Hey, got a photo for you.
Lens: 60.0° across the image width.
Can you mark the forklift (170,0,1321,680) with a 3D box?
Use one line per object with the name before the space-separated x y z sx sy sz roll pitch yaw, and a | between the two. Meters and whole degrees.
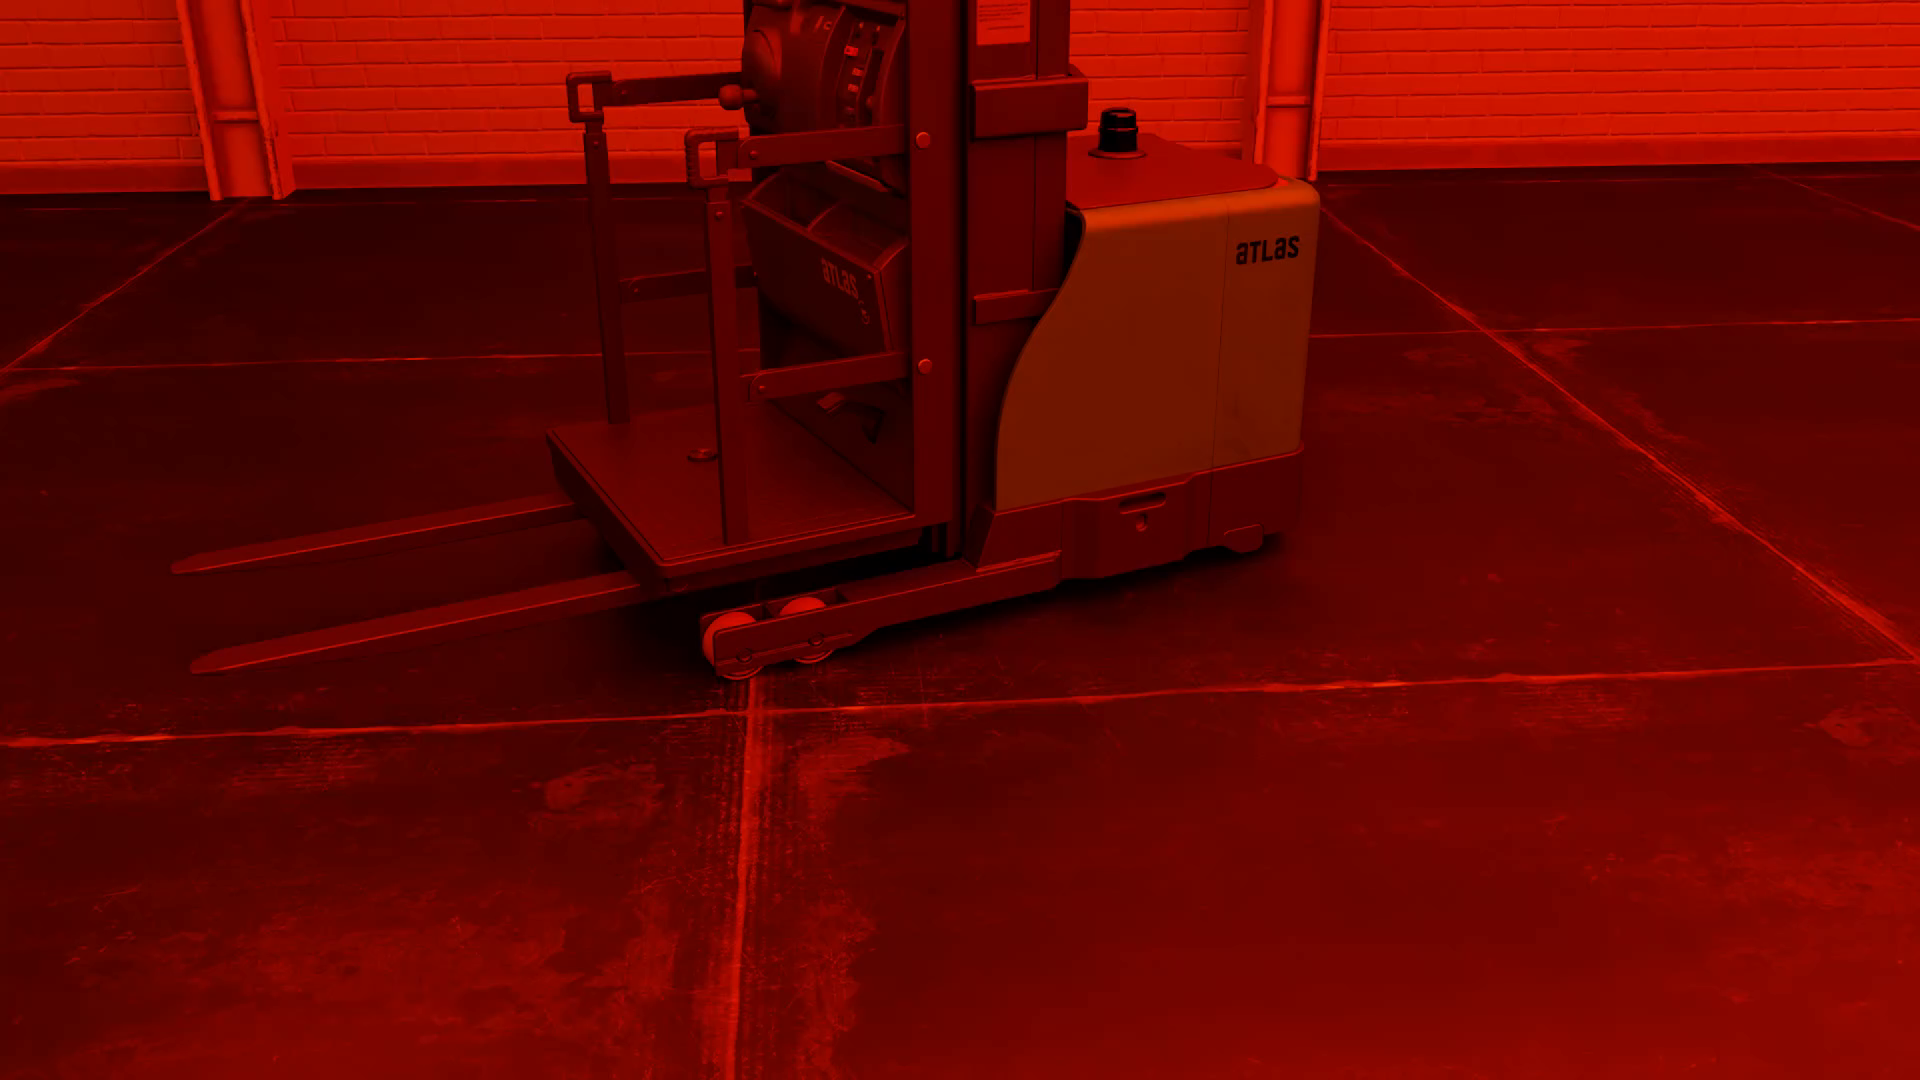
forklift | -0.541 -1.232 4.160 3.031 2.935 1.130 -12 26 -25
